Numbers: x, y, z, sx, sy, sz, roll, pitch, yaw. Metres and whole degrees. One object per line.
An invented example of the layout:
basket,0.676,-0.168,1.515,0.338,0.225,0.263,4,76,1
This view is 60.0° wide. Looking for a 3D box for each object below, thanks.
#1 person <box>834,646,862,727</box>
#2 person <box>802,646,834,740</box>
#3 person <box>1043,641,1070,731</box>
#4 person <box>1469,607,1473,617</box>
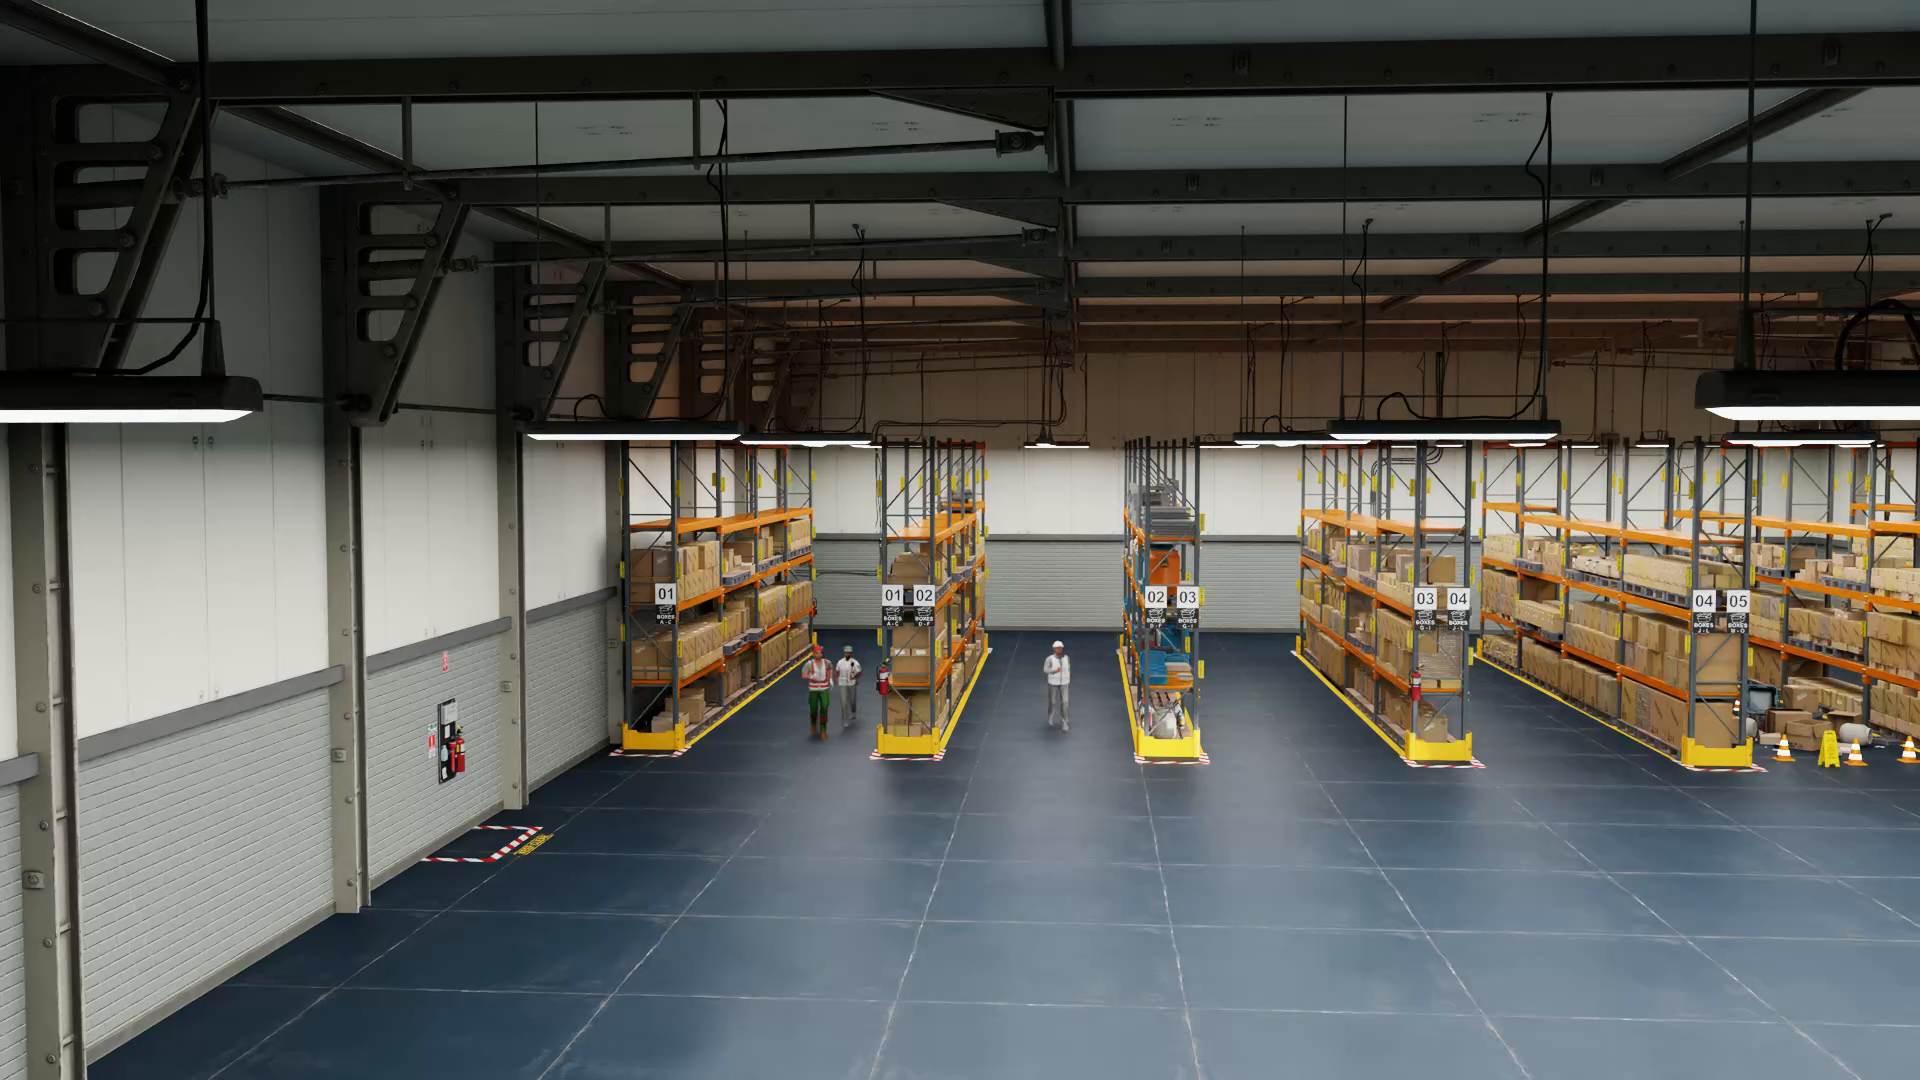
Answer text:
person,-2.343,3.033,34.681,0.588,1.661,0.805,0,3,1
person,-2.852,3.032,33.317,0.662,1.846,0.829,-1,3,-11
person,2.008,2.989,34.324,0.658,1.829,0.828,-1,3,-13
person,14.175,2.343,47.372,0.840,1.739,0.733,-1,3,-17
